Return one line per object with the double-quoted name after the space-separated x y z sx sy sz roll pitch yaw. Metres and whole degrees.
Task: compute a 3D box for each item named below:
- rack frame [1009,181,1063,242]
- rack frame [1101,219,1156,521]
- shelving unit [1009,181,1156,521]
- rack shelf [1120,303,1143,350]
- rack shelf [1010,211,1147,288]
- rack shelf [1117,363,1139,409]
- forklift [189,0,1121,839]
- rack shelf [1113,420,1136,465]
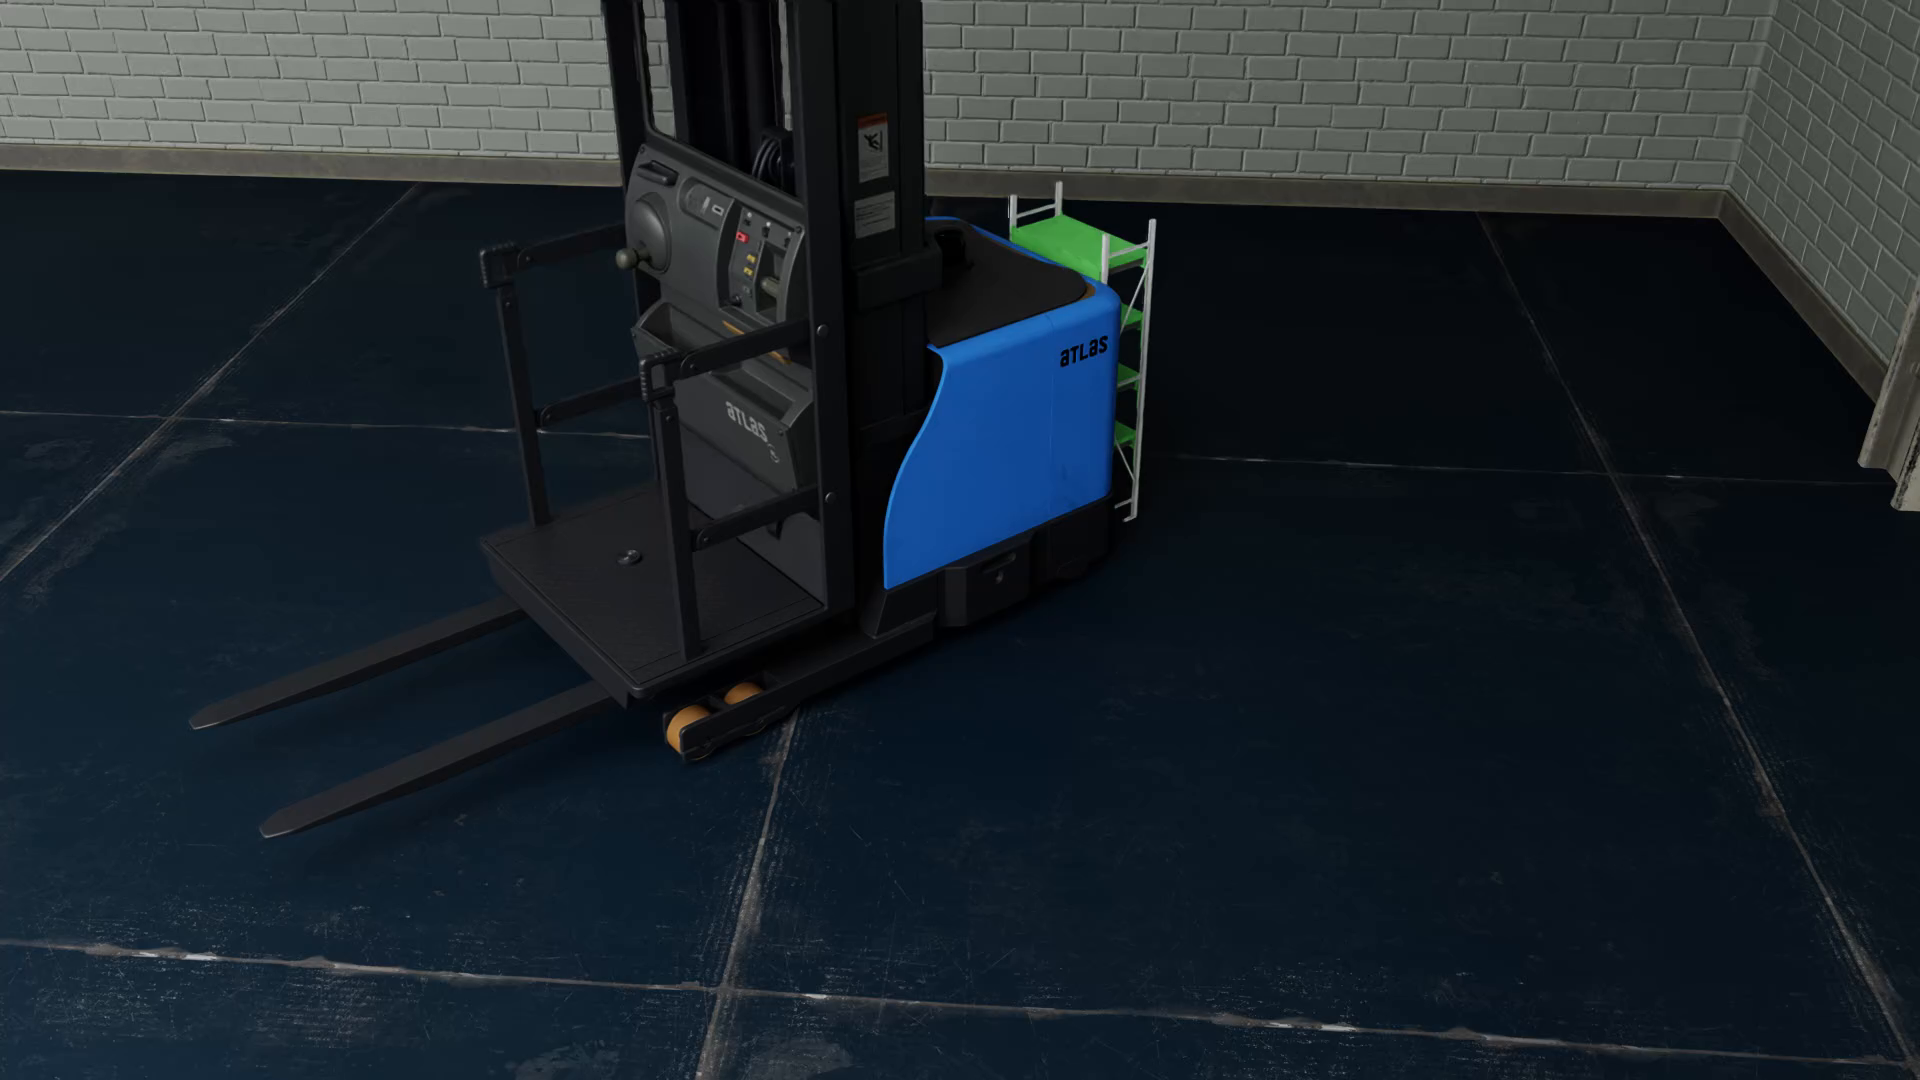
0.277 -0.763 6.344 0.240 1.200 0.015 -23 38 -32 "rack frame"
0.582 -0.563 6.019 0.240 1.200 0.015 -23 38 -32 "rack frame"
0.429 -0.663 6.182 0.258 1.200 0.503 -23 38 -32 "shelving unit"
0.430 -0.813 6.089 0.258 0.148 0.480 -23 38 -32 "rack shelf"
0.430 -1.017 5.964 0.258 0.148 0.480 -23 38 -32 "rack shelf"
0.429 -0.608 6.215 0.258 0.148 0.480 -23 38 -32 "rack shelf"
-0.910 -0.881 4.886 3.031 2.935 1.130 -23 38 -32 "forklift"
0.429 -0.404 6.341 0.258 0.148 0.480 -23 38 -32 "rack shelf"
